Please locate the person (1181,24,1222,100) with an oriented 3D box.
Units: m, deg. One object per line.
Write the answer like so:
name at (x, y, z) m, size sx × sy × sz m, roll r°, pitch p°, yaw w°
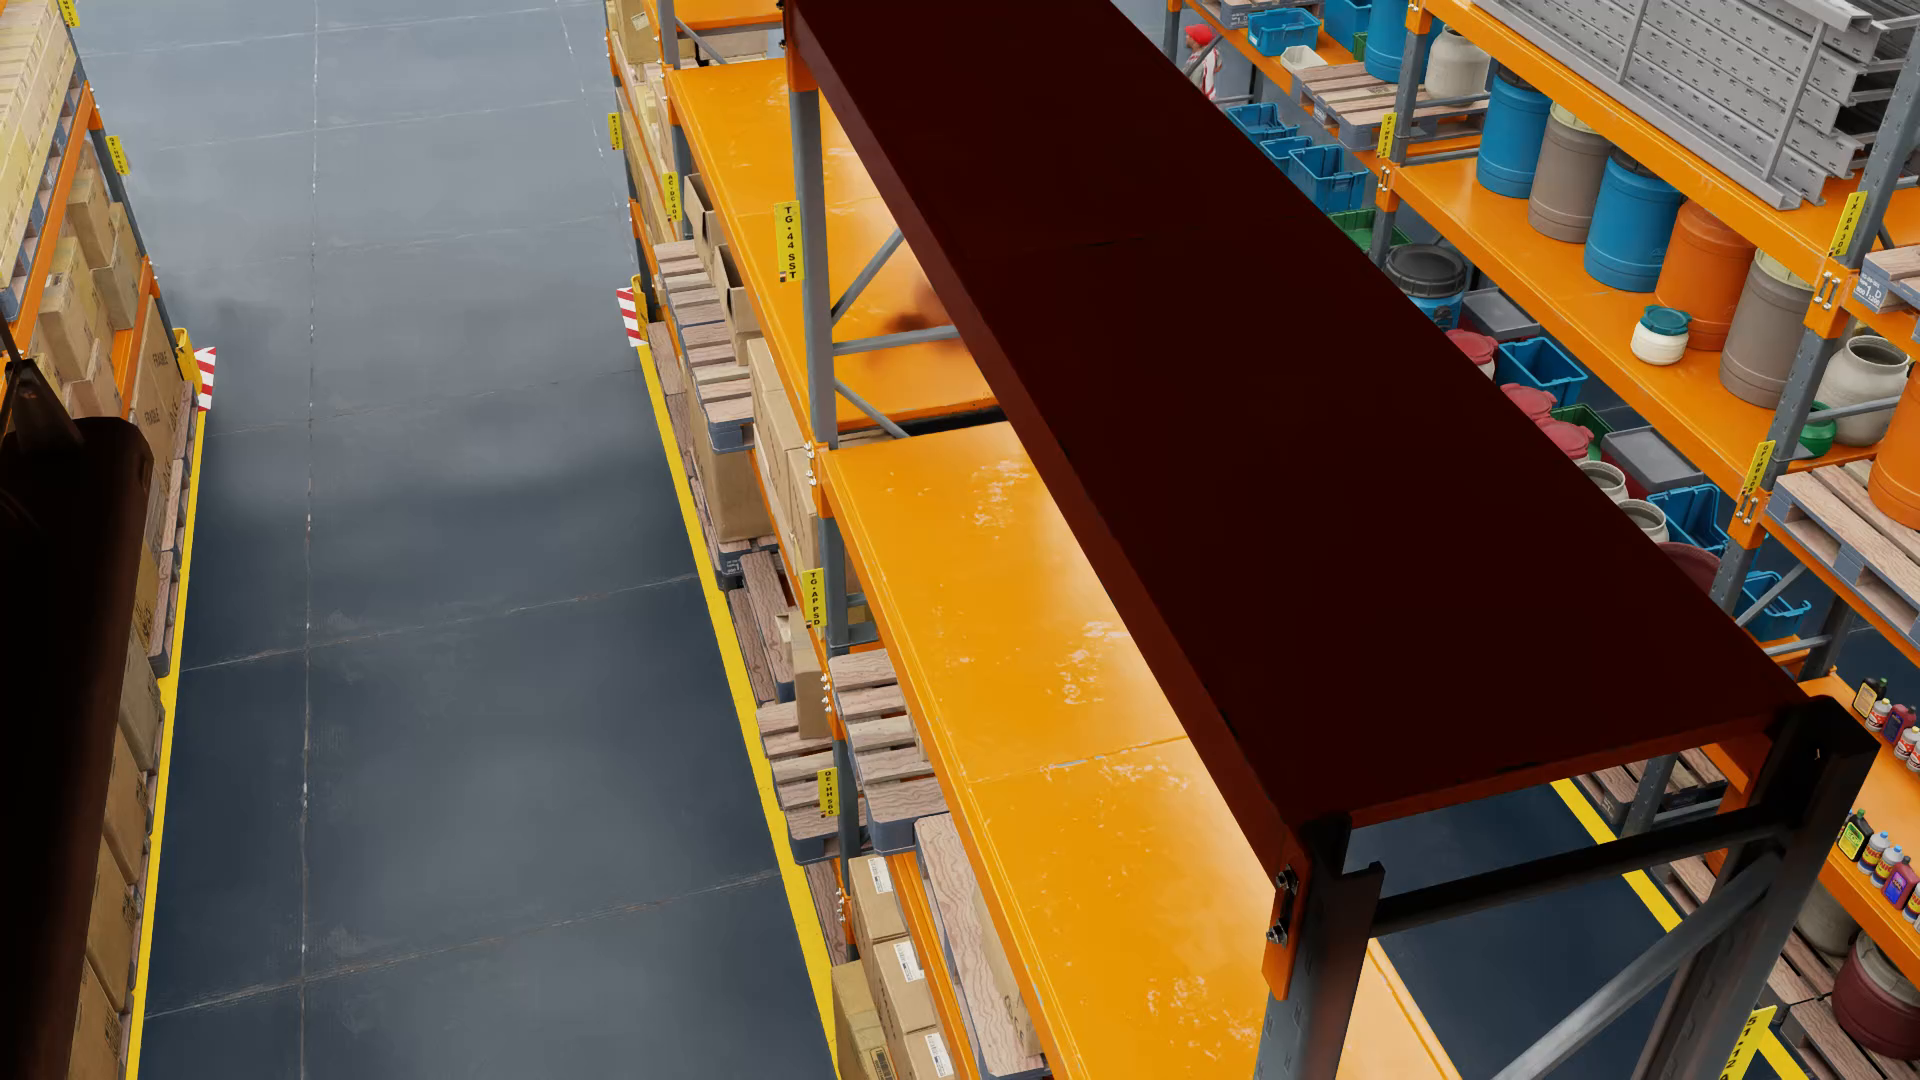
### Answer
person at (2.468, -4.460, 17.076) m, size 0.656 × 1.728 × 0.696 m, roll 20°, pitch 43°, yaw 23°
